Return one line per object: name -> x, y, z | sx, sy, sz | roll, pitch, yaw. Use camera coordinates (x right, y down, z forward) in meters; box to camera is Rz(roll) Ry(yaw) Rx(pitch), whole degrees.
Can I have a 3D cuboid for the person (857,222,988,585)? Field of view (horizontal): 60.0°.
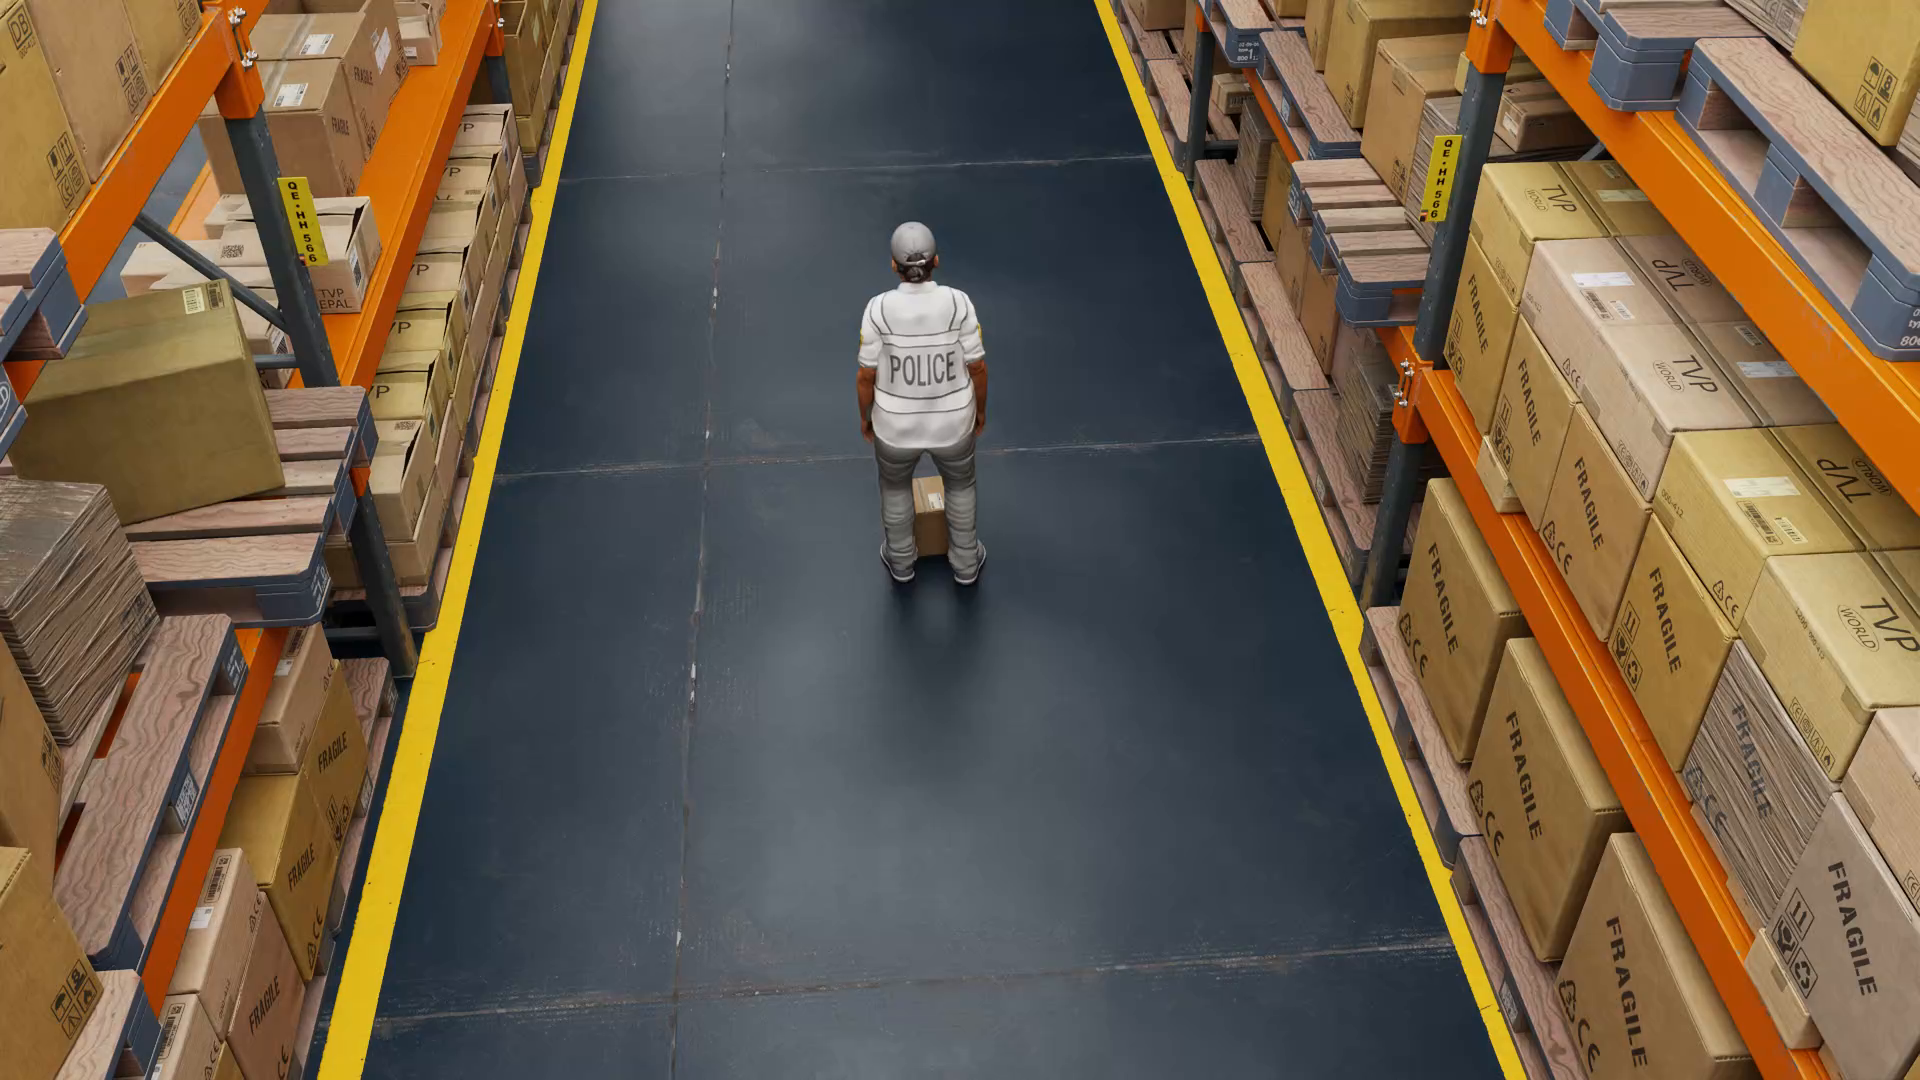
person -> -0.146, -0.508, 6.770 | 0.537, 1.665, 0.470 | -3, 39, -4
